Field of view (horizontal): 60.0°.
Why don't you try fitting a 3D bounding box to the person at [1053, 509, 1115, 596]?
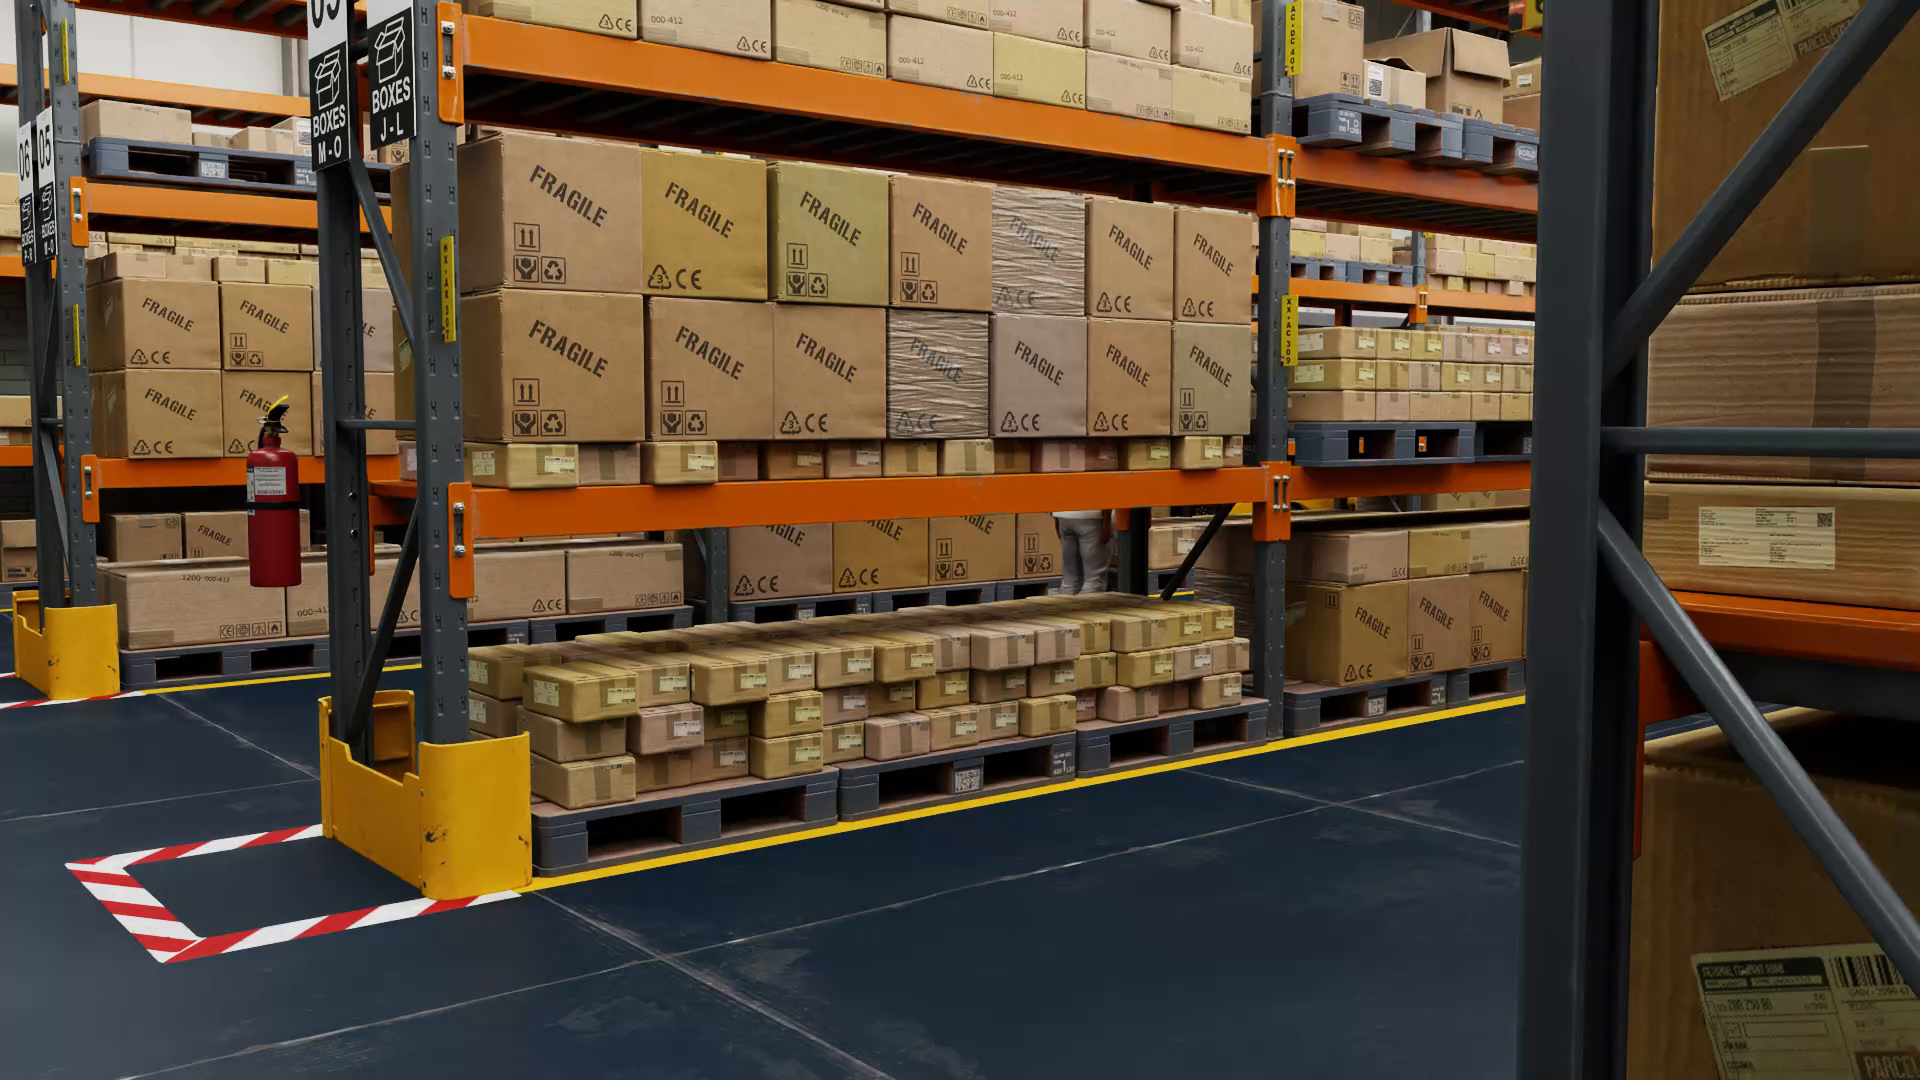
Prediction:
[{"bbox_3d":[0.787,-0.133,10.666,0.360,1.762,0.563,-3,5,-37],"label":"person"}]
